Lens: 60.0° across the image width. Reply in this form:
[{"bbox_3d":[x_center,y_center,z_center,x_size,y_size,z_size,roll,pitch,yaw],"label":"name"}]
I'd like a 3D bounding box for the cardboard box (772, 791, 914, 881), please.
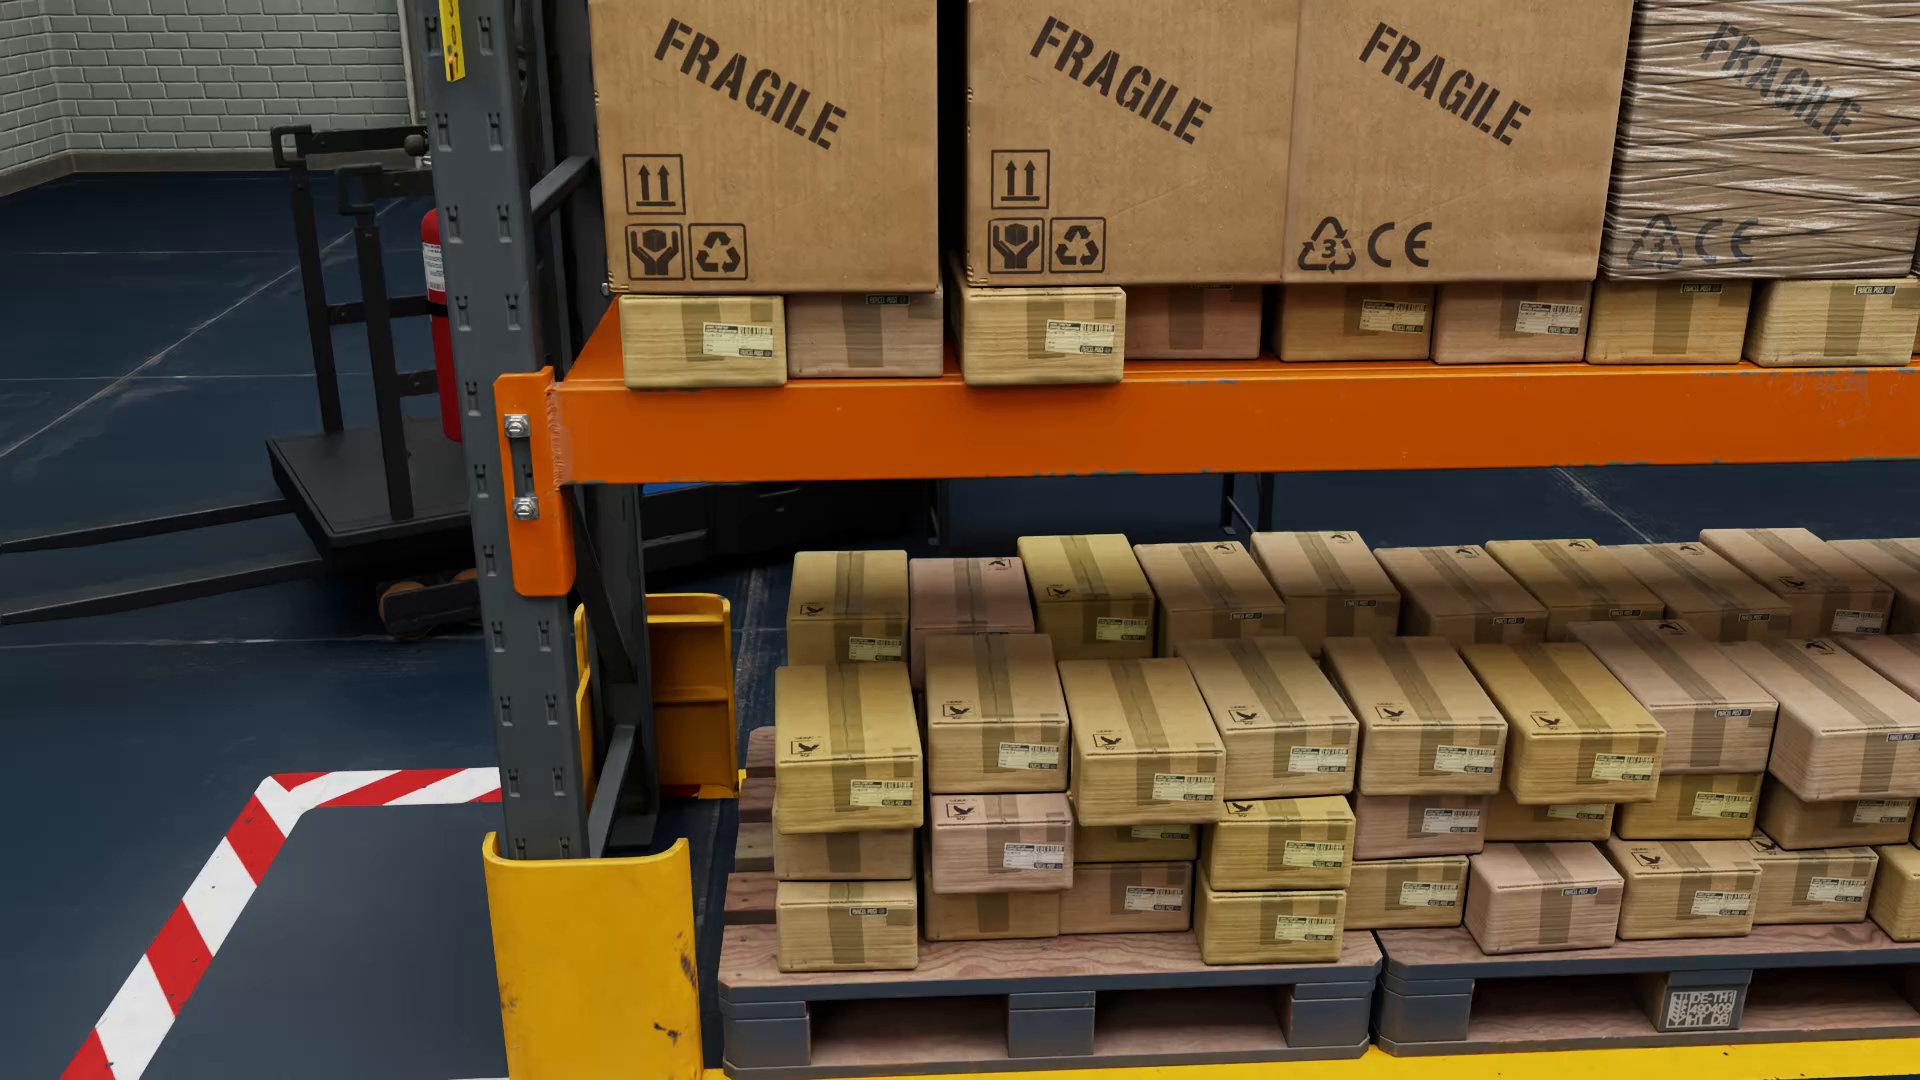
[{"bbox_3d":[-0.212,0.479,3.145,0.250,0.149,0.380,0,21,-1],"label":"cardboard box"}]

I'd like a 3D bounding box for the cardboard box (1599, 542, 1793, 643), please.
[{"bbox_3d":[1.575,0.143,3.609,0.250,0.149,0.380,-2,21,-5],"label":"cardboard box"}]

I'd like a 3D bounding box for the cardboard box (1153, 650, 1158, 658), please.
[{"bbox_3d":[0.554,0.306,3.599,0.250,0.149,0.380,-1,21,-4],"label":"cardboard box"}]

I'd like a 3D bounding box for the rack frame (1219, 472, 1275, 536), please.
[{"bbox_3d":[0.939,-0.665,5.260,0.032,1.500,0.500,-2,21,-5],"label":"rack frame"}]

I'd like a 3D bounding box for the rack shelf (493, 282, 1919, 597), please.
[{"bbox_3d":[1.247,-0.303,3.212,4.000,0.370,1.077,-1,21,-3],"label":"rack shelf"}]

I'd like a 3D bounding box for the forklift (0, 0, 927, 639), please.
[{"bbox_3d":[-1.619,-1.294,4.901,3.031,2.935,1.130,-12,24,-28],"label":"forklift"}]

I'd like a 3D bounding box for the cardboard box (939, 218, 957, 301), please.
[{"bbox_3d":[0.060,-0.590,3.309,0.250,0.149,0.380,-1,21,-4],"label":"cardboard box"}]

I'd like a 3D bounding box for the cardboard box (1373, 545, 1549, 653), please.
[{"bbox_3d":[1.067,0.150,3.592,0.250,0.149,0.380,-2,21,-5],"label":"cardboard box"}]

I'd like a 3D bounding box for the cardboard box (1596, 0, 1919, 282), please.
[{"bbox_3d":[1.246,-0.733,2.772,0.500,0.500,0.500,-2,21,-4],"label":"cardboard box"}]

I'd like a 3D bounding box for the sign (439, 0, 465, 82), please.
[{"bbox_3d":[-0.718,-0.810,2.317,0.005,0.325,0.100,-1,21,-3],"label":"sign"}]

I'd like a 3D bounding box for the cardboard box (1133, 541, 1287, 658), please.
[{"bbox_3d":[0.532,0.141,3.615,0.250,0.149,0.380,-2,21,-5],"label":"cardboard box"}]

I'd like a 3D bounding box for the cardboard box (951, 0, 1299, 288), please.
[{"bbox_3d":[0.248,-0.715,2.725,0.500,0.500,0.500,-1,21,-3],"label":"cardboard box"}]

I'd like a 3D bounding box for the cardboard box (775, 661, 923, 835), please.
[{"bbox_3d":[-0.207,0.370,3.015,0.250,0.149,0.380,-2,21,-6],"label":"cardboard box"}]

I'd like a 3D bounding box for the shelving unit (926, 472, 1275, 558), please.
[{"bbox_3d":[0.433,-0.646,5.211,1.048,1.500,0.538,-2,21,-5],"label":"shelving unit"}]

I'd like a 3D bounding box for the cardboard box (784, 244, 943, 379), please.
[{"bbox_3d":[-0.155,-0.391,2.786,0.250,0.149,0.380,0,21,-1],"label":"cardboard box"}]

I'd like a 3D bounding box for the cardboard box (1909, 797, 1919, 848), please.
[{"bbox_3d":[1.903,0.441,3.246,0.250,0.149,0.380,-1,21,-2],"label":"cardboard box"}]

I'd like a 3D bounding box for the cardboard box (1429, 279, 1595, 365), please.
[{"bbox_3d":[0.887,-0.423,2.870,0.250,0.149,0.380,-2,21,-4],"label":"cardboard box"}]

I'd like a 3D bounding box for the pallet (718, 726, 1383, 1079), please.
[{"bbox_3d":[0.140,0.699,3.488,1.213,0.211,1.003,-1,21,-3],"label":"pallet"}]

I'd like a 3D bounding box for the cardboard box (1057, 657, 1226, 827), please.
[{"bbox_3d":[0.320,0.362,3.036,0.250,0.149,0.380,-1,21,-3],"label":"cardboard box"}]

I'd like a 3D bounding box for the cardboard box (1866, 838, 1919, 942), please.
[{"bbox_3d":[1.839,0.606,3.229,0.250,0.149,0.380,-1,21,-3],"label":"cardboard box"}]

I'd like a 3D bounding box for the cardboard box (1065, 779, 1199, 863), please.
[{"bbox_3d":[0.304,0.457,3.203,0.250,0.149,0.380,-1,21,-2],"label":"cardboard box"}]

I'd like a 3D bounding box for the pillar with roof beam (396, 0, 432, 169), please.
[{"bbox_3d":[-3.917,-5.658,7.834,0.400,9.000,9.100,-1,21,-3],"label":"pillar with roof beam"}]

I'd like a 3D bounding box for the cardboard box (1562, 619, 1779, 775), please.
[{"bbox_3d":[1.351,0.297,3.206,0.250,0.149,0.380,-1,21,-3],"label":"cardboard box"}]

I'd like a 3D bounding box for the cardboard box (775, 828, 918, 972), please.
[{"bbox_3d":[-0.208,0.641,3.139,0.250,0.149,0.380,-1,21,-2],"label":"cardboard box"}]

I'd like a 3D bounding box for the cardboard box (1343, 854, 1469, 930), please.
[{"bbox_3d":[0.807,0.593,3.263,0.250,0.149,0.380,-1,21,-3],"label":"cardboard box"}]

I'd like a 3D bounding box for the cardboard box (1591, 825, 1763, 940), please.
[{"bbox_3d":[1.336,0.604,3.234,0.250,0.149,0.380,-1,21,-3],"label":"cardboard box"}]

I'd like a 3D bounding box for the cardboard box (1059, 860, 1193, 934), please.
[{"bbox_3d":[0.296,0.599,3.249,0.250,0.149,0.380,-1,21,-2],"label":"cardboard box"}]

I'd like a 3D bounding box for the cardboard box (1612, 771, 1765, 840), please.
[{"bbox_3d":[1.365,0.429,3.276,0.250,0.149,0.380,0,21,-1],"label":"cardboard box"}]

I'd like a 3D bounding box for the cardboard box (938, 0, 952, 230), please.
[{"bbox_3d":[0.199,-0.893,3.193,0.500,0.500,0.500,-1,21,-4],"label":"cardboard box"}]

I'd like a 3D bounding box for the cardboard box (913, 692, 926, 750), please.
[{"bbox_3d":[0.025,0.300,3.615,0.250,0.149,0.380,-2,21,-4],"label":"cardboard box"}]

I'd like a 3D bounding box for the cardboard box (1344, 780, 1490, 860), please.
[{"bbox_3d":[0.826,0.451,3.218,0.250,0.149,0.380,-2,21,-6],"label":"cardboard box"}]

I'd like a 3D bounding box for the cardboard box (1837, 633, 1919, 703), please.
[{"bbox_3d":[1.874,0.321,3.143,0.250,0.149,0.380,-2,21,-6],"label":"cardboard box"}]

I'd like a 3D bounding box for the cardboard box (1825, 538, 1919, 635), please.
[{"bbox_3d":[2.101,0.132,3.638,0.250,0.149,0.380,-2,21,-4],"label":"cardboard box"}]

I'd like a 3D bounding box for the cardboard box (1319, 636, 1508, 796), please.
[{"bbox_3d":[0.841,0.325,3.132,0.250,0.149,0.380,0,21,-1],"label":"cardboard box"}]

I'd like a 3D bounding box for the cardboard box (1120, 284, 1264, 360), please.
[{"bbox_3d":[0.367,-0.431,2.892,0.250,0.149,0.380,0,21,-1],"label":"cardboard box"}]

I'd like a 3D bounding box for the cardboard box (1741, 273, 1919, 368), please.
[{"bbox_3d":[1.416,-0.416,2.851,0.250,0.149,0.380,-1,21,-2],"label":"cardboard box"}]

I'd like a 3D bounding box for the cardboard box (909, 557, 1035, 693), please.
[{"bbox_3d":[0.019,0.174,3.528,0.250,0.149,0.380,-1,21,-2],"label":"cardboard box"}]
